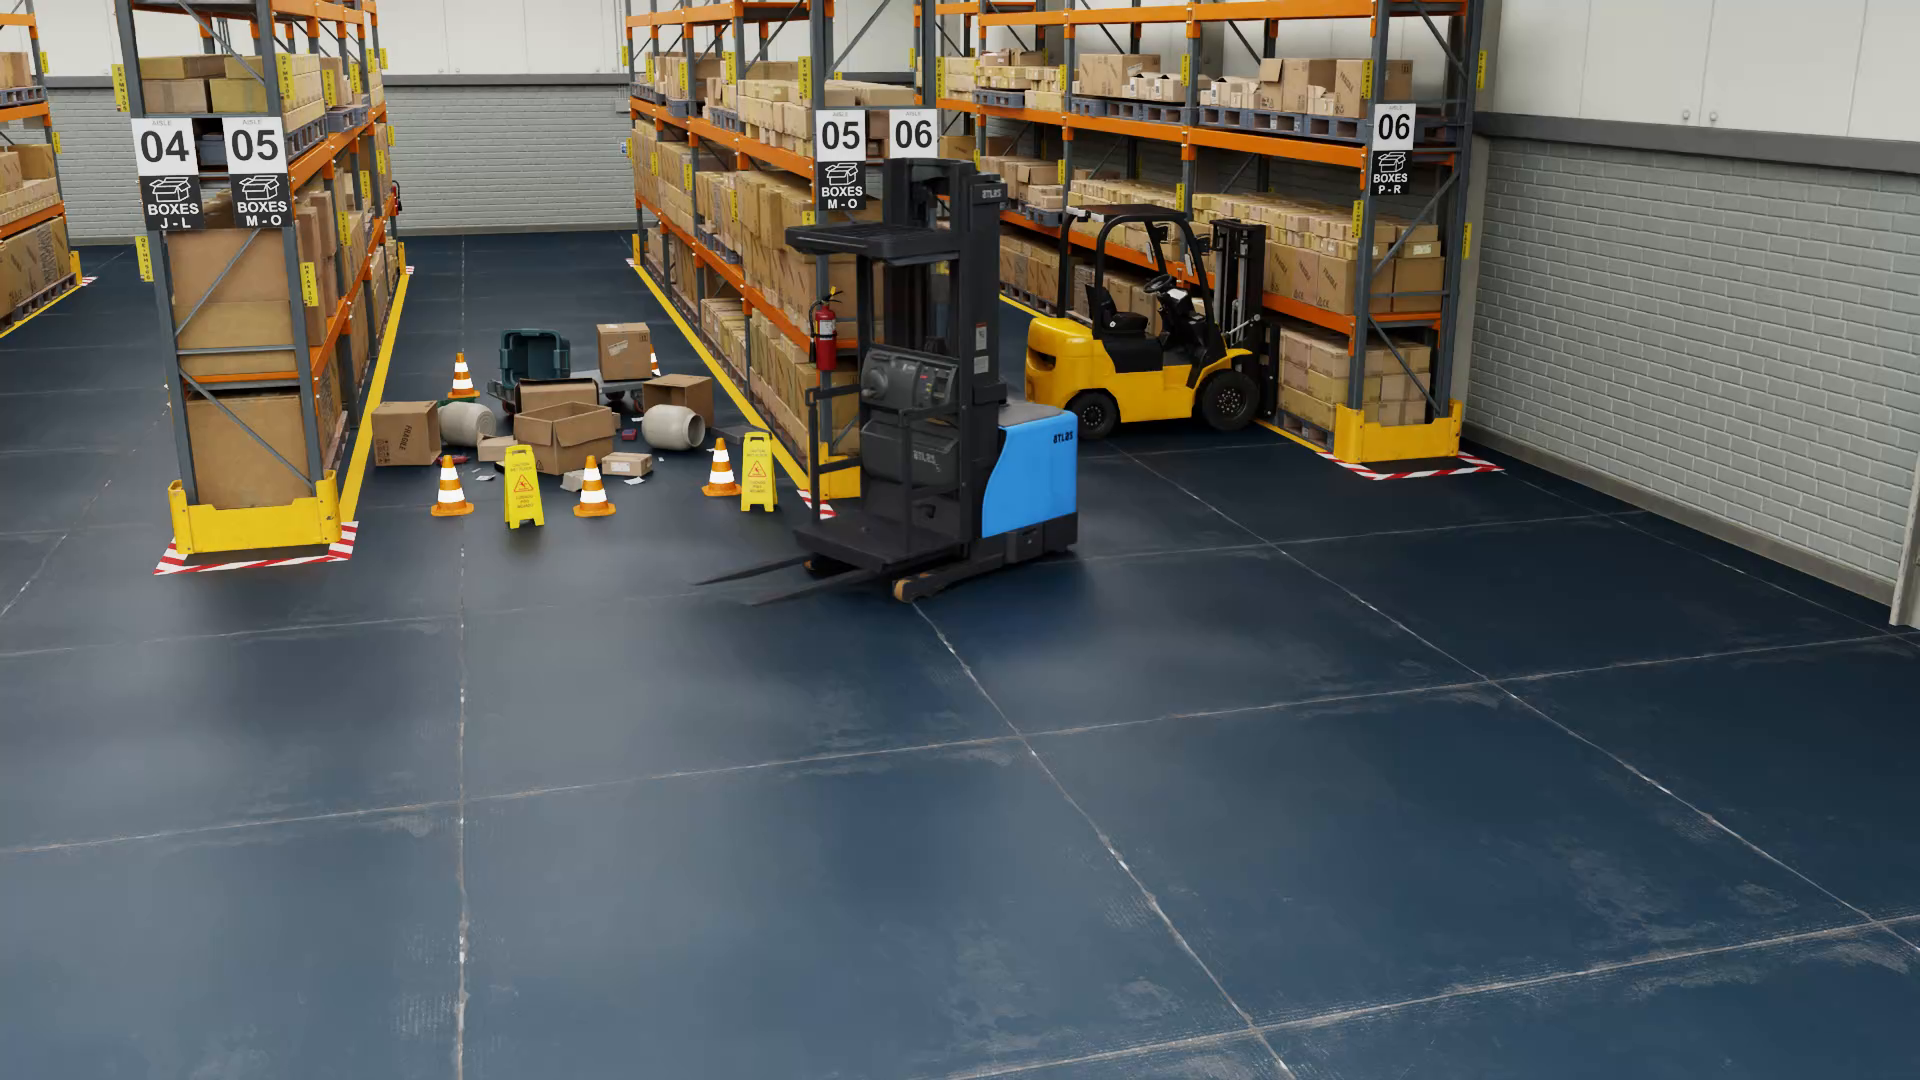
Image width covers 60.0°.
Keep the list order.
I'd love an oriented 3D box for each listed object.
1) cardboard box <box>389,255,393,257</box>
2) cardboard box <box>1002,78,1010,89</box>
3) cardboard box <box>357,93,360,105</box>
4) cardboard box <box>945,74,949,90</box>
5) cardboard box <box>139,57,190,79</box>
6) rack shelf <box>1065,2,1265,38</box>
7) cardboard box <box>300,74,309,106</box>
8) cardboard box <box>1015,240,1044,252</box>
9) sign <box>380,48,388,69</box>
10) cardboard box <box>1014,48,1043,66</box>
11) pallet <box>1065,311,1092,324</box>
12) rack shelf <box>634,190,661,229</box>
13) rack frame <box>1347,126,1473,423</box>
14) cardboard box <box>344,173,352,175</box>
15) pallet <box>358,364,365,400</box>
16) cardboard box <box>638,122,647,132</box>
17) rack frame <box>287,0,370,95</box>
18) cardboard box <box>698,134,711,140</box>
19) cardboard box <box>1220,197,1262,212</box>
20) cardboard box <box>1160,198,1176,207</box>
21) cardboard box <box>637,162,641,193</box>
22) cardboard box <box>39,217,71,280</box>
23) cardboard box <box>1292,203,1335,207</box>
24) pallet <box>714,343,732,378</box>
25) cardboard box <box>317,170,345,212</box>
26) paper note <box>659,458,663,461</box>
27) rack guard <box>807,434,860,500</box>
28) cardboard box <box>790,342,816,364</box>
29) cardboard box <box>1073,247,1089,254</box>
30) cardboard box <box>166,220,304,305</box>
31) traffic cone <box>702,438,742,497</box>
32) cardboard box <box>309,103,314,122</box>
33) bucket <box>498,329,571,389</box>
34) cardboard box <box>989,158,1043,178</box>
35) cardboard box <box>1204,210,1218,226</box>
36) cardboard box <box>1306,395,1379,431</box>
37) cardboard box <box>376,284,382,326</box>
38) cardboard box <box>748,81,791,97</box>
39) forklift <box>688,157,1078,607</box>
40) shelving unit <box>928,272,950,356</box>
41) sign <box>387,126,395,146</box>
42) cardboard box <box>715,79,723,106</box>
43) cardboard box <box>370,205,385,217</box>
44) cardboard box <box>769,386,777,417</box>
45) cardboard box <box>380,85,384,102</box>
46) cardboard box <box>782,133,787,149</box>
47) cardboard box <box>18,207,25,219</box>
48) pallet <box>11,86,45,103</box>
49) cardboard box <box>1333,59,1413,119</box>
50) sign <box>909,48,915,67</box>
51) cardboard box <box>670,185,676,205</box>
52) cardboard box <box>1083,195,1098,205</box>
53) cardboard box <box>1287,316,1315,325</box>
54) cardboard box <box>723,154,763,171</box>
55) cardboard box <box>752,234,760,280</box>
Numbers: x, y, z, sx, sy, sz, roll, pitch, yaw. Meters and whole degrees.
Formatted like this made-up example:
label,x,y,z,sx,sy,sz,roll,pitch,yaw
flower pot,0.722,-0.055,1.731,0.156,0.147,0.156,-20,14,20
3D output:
label,x,y,z,sx,sy,sz,roll,pitch,yaw
cardboard box,-9.049,-4.346,25.916,0.380,0.149,0.250,-4,17,-12
cardboard box,0.826,-6.654,24.209,0.380,0.149,0.250,-4,17,-14
cardboard box,-7.667,-5.438,20.454,0.500,0.500,0.500,-5,17,-15
cardboard box,-0.005,-7.603,27.578,0.500,0.250,0.500,-5,17,-16
cardboard box,-5.842,-3.438,12.115,0.380,0.149,0.250,-5,17,-15
rack shelf,2.432,-6.234,20.008,1.077,0.370,4.000,-5,17,-15
cardboard box,-5.726,-3.753,13.857,0.500,0.250,0.500,-5,17,-16
cardboard box,1.044,-4.394,24.855,0.380,0.149,0.250,-4,17,-13
sign,-9.281,-7.749,26.781,0.100,0.325,0.005,-5,17,-15
cardboard box,1.037,-7.313,25.164,0.396,0.266,0.258,-5,17,-15
pallet,2.071,-2.883,22.184,1.003,0.211,1.213,-5,17,-15
rack shelf,-4.539,-5.371,26.870,1.077,0.370,4.000,-5,17,-15
rack frame,4.080,-2.237,15.185,1.000,3.000,0.127,-5,17,-15
cardboard box,-8.423,-5.014,23.101,0.380,0.149,0.250,-4,17,-13
pallet,-7.145,-1.741,18.380,1.003,0.211,1.213,-5,17,-15
cardboard box,-5.065,-6.767,27.228,0.380,0.149,0.250,-5,18,-17
rack frame,-8.721,-7.617,22.666,1.000,3.000,0.127,-5,17,-15
cardboard box,-3.826,-6.108,25.033,0.380,0.149,0.250,-5,17,-16
cardboard box,3.021,-3.598,17.897,0.380,0.149,0.250,-5,17,-16
cardboard box,2.569,-3.921,19.489,0.380,0.149,0.250,-5,17,-15
cardboard box,-5.067,-6.024,27.618,0.500,0.500,0.500,-5,17,-16
cardboard box,-14.364,-4.498,25.677,0.875,0.875,0.875,-5,17,-15
cardboard box,3.680,-3.423,17.315,0.380,0.149,0.250,-5,17,-16
pallet,-2.345,-2.168,19.802,1.003,0.211,1.213,-5,17,-15
cardboard box,-7.367,-3.899,18.806,0.700,0.500,0.500,-5,17,-16
paper note,-2.774,-0.749,15.428,0.032,0.001,0.123,-5,17,-15
rack guard,-0.712,-0.667,14.305,1.175,0.500,0.348,-5,17,-15
cardboard box,-1.327,-1.695,14.998,0.380,0.149,0.250,-4,17,-14
cardboard box,1.860,-4.154,24.054,0.380,0.149,0.250,-6,18,-18
cardboard box,-5.487,-2.119,12.654,0.875,0.550,0.550,-5,17,-15
traffic cone,-2.050,-0.645,14.296,0.336,0.463,0.334,-5,17,-15
cardboard box,-5.763,-3.668,14.268,0.380,0.149,0.250,-5,17,-16
bucket,-4.268,-1.835,16.896,0.726,0.611,0.620,1,7,4
cardboard box,0.843,-5.510,25.179,0.700,0.500,0.500,-5,17,-15
cardboard box,2.888,-3.521,18.160,0.380,0.149,0.250,-4,17,-14
cardboard box,3.648,-1.226,15.869,0.500,0.250,0.500,-5,17,-15
cardboard box,-7.712,-2.996,21.326,0.500,0.500,0.500,-4,17,-15
cardboard box,-1.854,-4.392,16.195,0.380,0.149,0.250,-5,18,-17
forklift,-0.515,-1.134,11.634,3.031,2.935,1.130,-16,23,-42
shelving unit,-0.287,-1.205,13.206,0.503,2.100,0.431,8,10,19
sign,-9.281,-6.594,27.128,0.100,0.325,0.005,-5,17,-15
cardboard box,-2.443,-5.123,19.398,0.797,0.503,0.637,-5,17,-15
cardboard box,-8.484,-4.727,23.912,0.380,0.149,0.250,-4,17,-13
cardboard box,-1.582,-1.356,16.303,0.500,0.250,0.500,-5,17,-16
cardboard box,-9.293,-6.969,25.986,0.500,0.250,0.500,-5,17,-15
cardboard box,-1.383,-3.593,14.921,0.380,0.149,0.250,-5,17,-17
cardboard box,-13.568,-4.656,23.674,0.380,0.149,0.250,-5,17,-16
pallet,-14.403,-6.675,24.901,1.003,0.211,1.213,-5,17,-15
cardboard box,3.724,-4.074,15.008,0.500,0.500,0.500,-4,17,-13
sign,-0.838,-8.475,29.218,0.100,0.325,0.005,-5,17,-15
cardboard box,-3.715,-4.763,22.986,0.500,0.250,0.500,-5,17,-17
cardboard box,1.905,-4.337,21.567,0.500,0.250,0.500,-4,17,-14
cardboard box,3.728,-2.167,17.265,0.500,0.250,0.500,-5,17,-16
cardboard box,-2.790,-4.739,21.602,0.500,0.500,0.500,-5,18,-17
cardboard box,-1.777,-2.859,16.566,0.500,0.500,0.500,-5,17,-15
